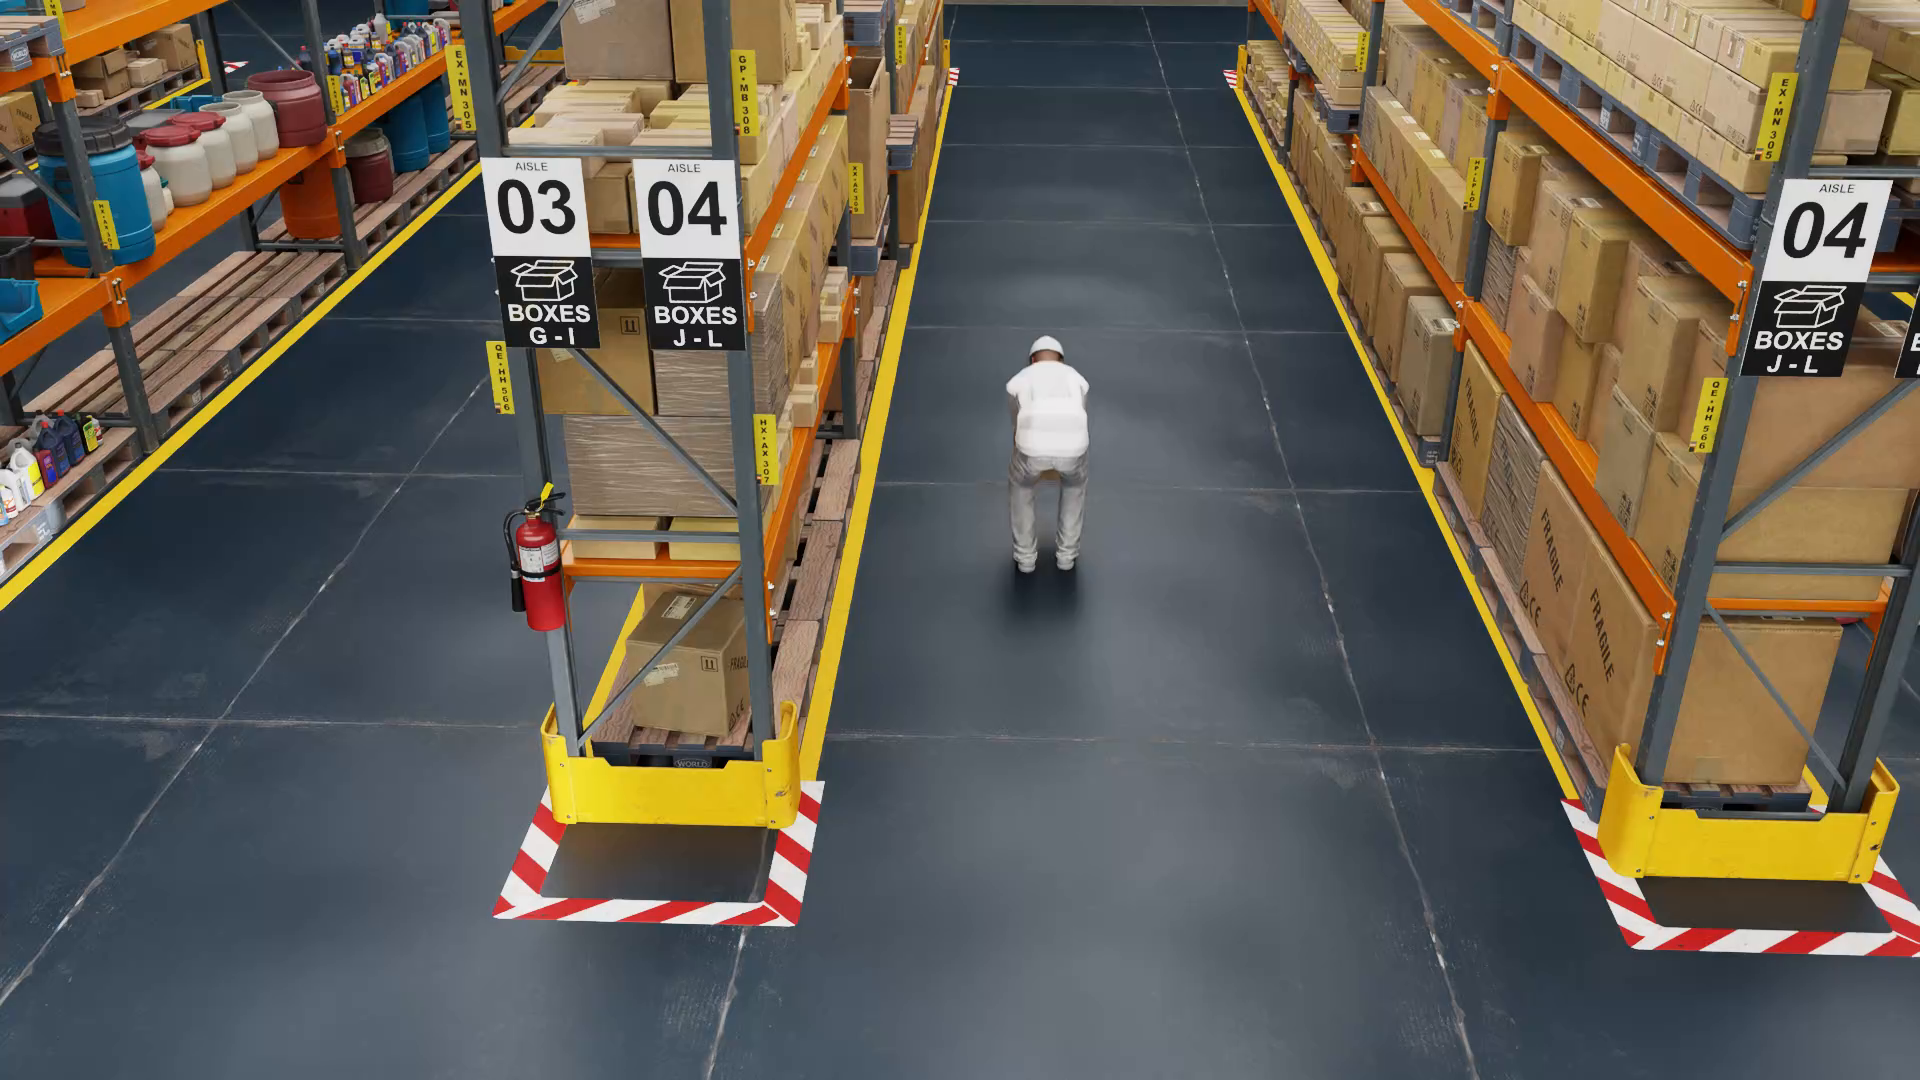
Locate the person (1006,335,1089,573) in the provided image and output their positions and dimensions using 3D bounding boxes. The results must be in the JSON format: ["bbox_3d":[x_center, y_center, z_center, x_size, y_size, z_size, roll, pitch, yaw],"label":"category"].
[{"bbox_3d":[0.528,-0.511,10.126,0.502,1.265,0.947,0,28,0],"label":"person"}]
